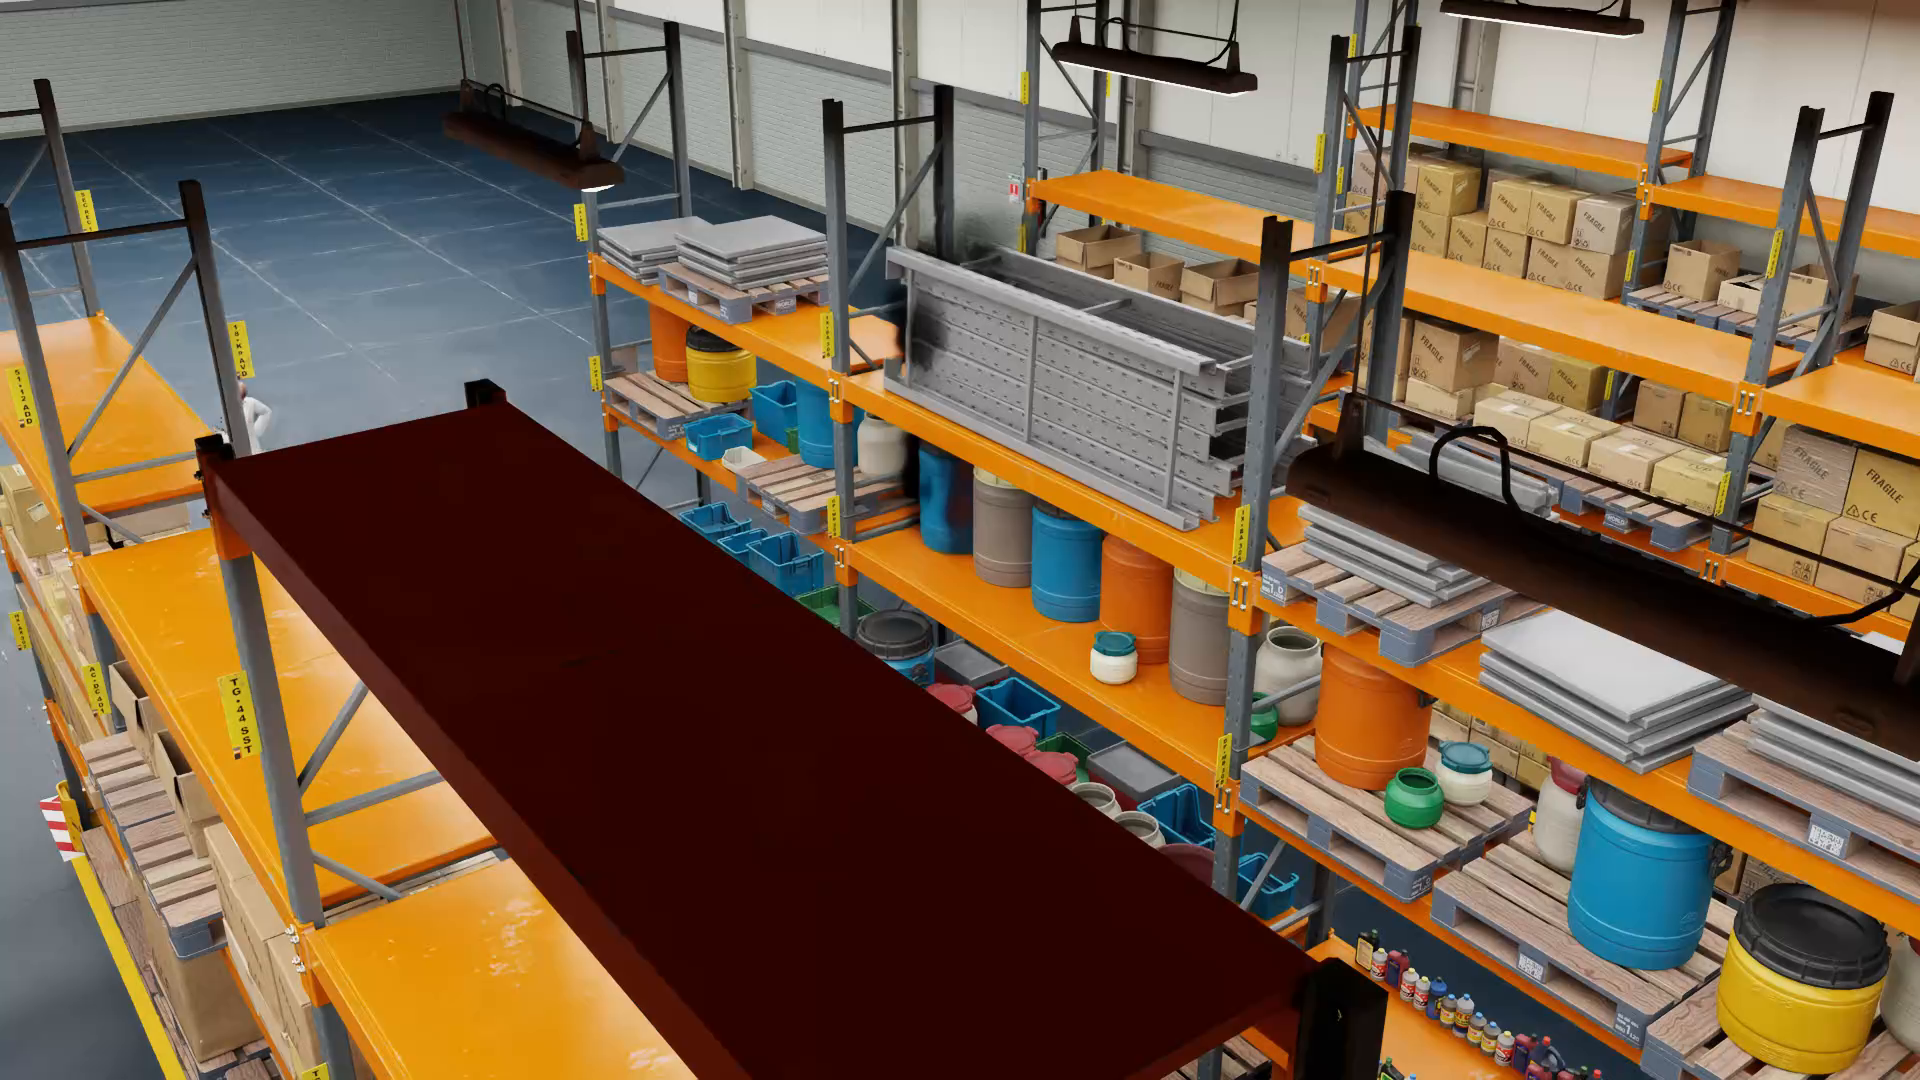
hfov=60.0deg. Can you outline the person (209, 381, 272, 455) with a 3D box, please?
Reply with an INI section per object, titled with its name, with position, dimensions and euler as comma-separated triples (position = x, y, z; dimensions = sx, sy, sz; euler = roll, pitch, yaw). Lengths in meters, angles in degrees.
[person]
position = -8.084, -0.930, 18.896
dimensions = 0.828, 1.846, 0.669
euler = -8, 26, -17
